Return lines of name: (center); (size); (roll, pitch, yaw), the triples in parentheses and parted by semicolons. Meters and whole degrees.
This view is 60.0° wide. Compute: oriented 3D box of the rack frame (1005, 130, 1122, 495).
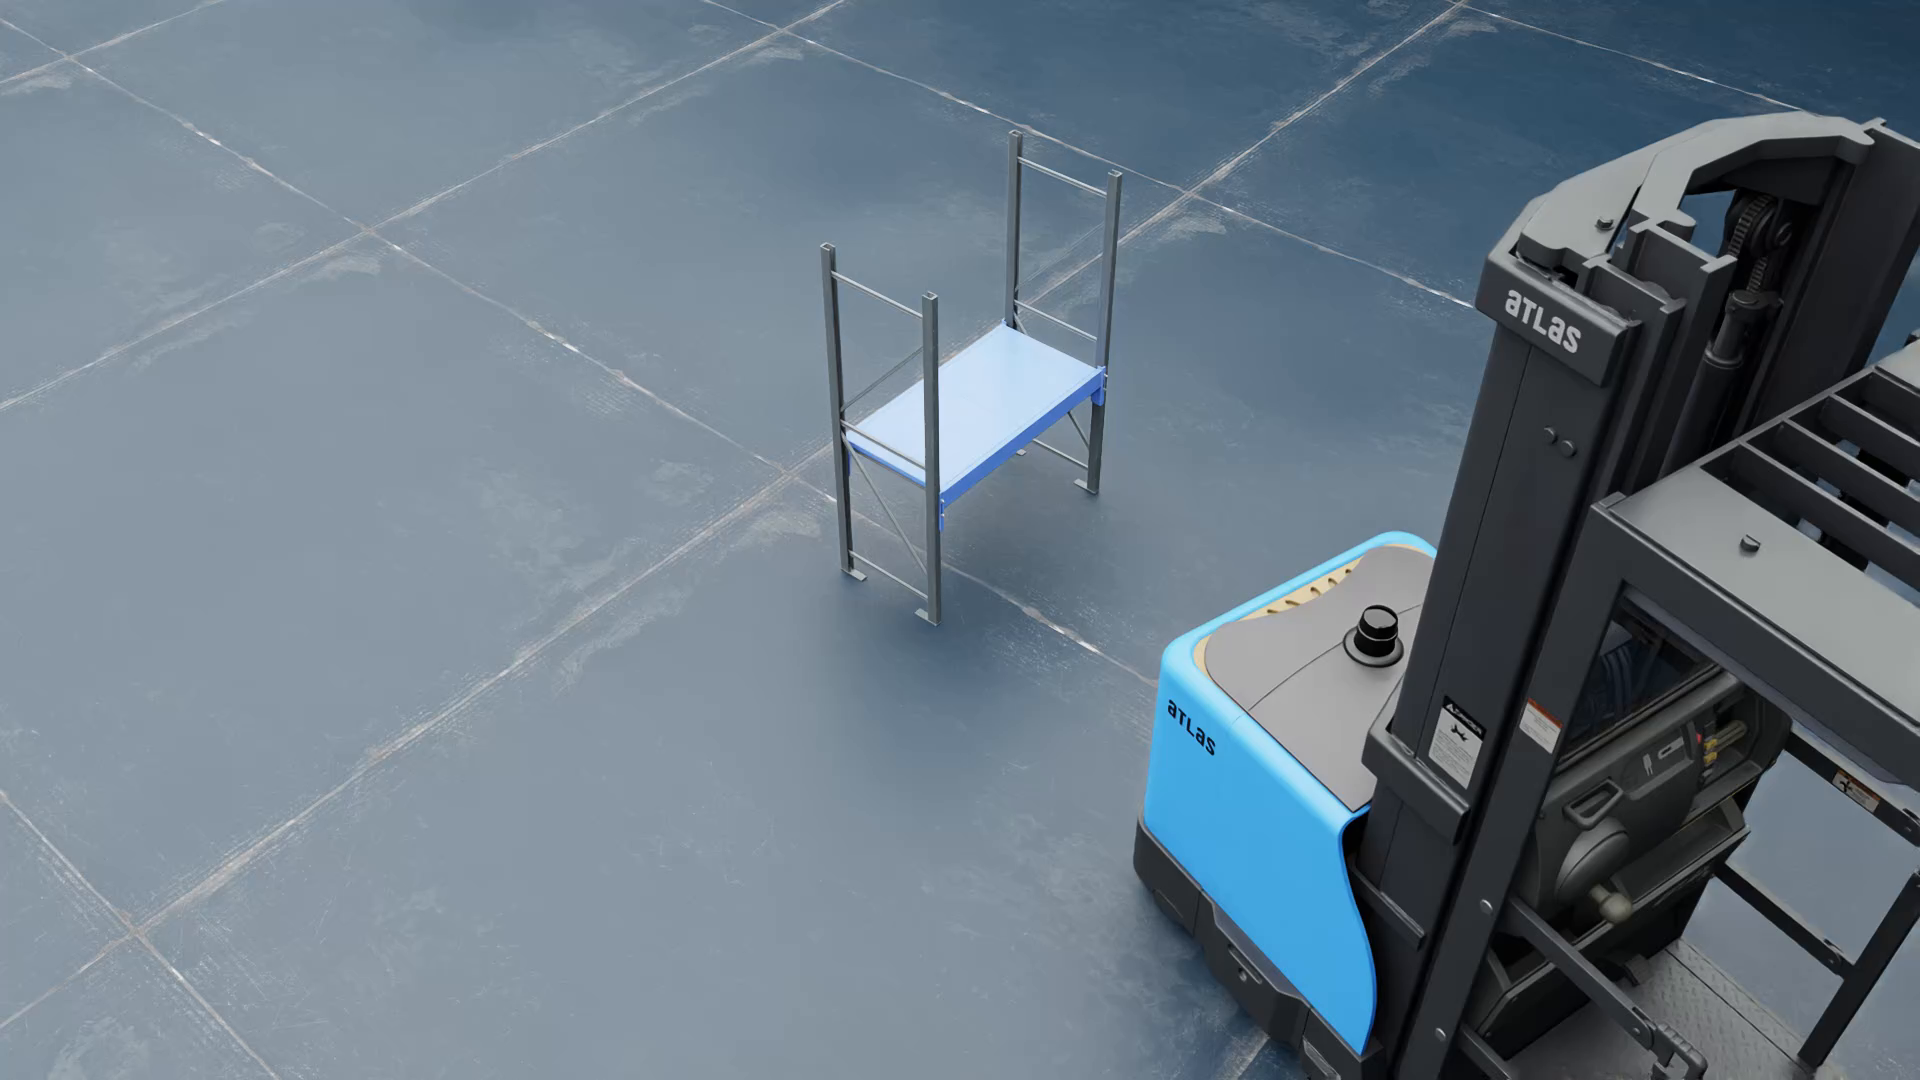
rack frame: (0.382, -0.861, 6.582); (0.500, 1.500, 0.032); (29, 50, 28)

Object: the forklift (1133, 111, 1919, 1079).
forklift: (1.805, 0.664, 3.841); (1.130, 2.935, 3.031); (-24, 48, -24)

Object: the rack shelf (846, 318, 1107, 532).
rack shelf: (0.055, -0.466, 6.415); (0.538, 0.185, 1.000); (29, 50, 28)

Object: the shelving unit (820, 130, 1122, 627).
shelving unit: (0.055, -0.599, 6.294); (0.538, 1.500, 1.048); (29, 50, 28)

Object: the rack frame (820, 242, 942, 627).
rack frame: (-0.272, -0.337, 6.006); (0.500, 1.500, 0.032); (29, 50, 28)
